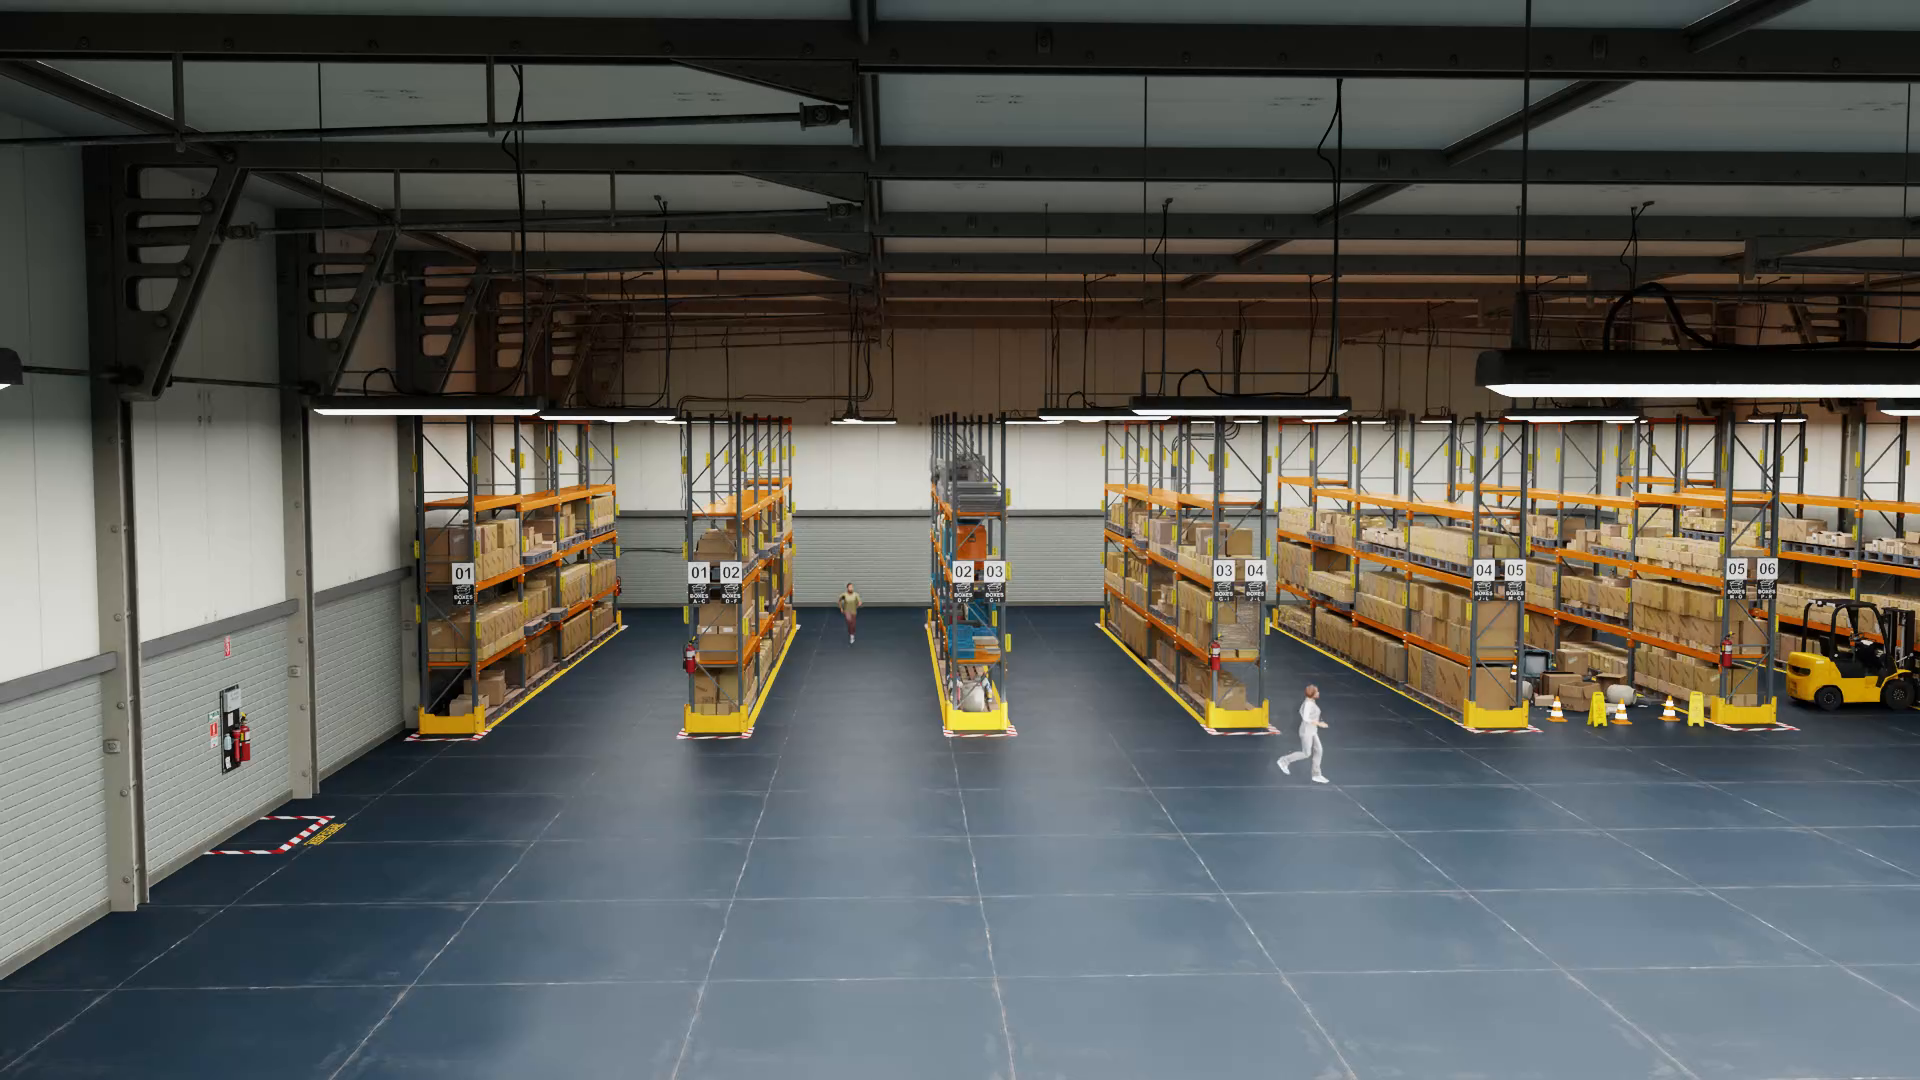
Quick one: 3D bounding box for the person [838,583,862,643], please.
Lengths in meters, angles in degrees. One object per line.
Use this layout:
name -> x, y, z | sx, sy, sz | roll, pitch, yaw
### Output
person -> -2.855, 1.917, 43.322 | 0.597, 1.616, 0.920 | -1, 4, -12

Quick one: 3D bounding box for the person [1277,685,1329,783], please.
person -> 5.544, 3.110, 26.795 | 0.822, 1.582, 0.525 | 1, 4, 20

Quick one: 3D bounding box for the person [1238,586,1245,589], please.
person -> 7.826, 1.675, 46.864 | 0.736, 1.708, 0.547 | 1, 4, 15
